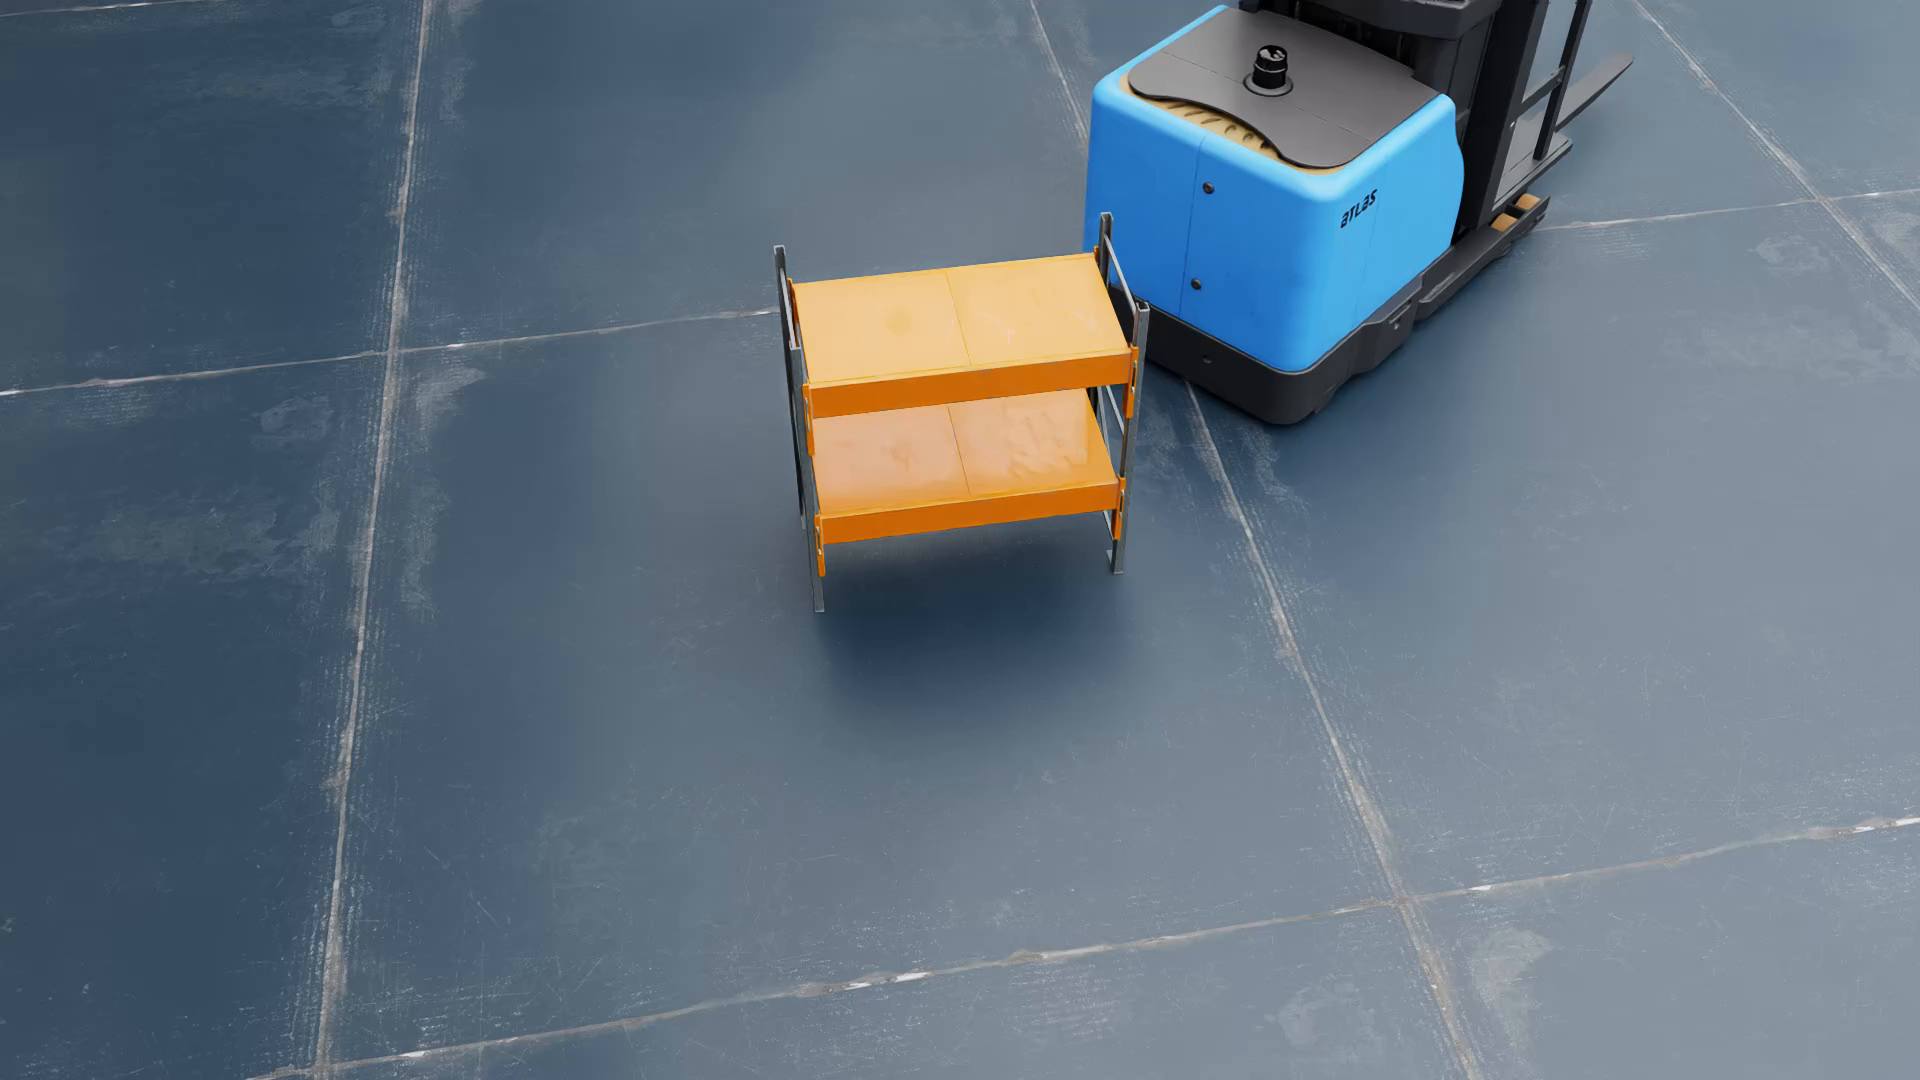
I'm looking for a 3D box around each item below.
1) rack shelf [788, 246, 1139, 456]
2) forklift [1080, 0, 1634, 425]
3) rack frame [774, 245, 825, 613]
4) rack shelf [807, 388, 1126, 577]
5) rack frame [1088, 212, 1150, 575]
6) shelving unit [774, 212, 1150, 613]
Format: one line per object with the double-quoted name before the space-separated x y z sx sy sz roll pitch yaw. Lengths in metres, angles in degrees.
"rack shelf" -0.007 -0.593 5.133 1.000 0.278 0.538 -7 46 -7
"forklift" 1.808 -2.418 6.044 1.130 2.935 3.031 33 54 28
"rack frame" -0.508 -0.327 5.284 0.032 1.125 0.500 -7 46 -7
"rack shelf" -0.007 -0.220 5.520 1.000 0.278 0.538 -7 46 -7
"rack frame" 0.494 -0.452 5.404 0.032 1.125 0.500 -7 46 -7
"shelving unit" -0.007 -0.389 5.344 1.048 1.125 0.538 -7 46 -7
